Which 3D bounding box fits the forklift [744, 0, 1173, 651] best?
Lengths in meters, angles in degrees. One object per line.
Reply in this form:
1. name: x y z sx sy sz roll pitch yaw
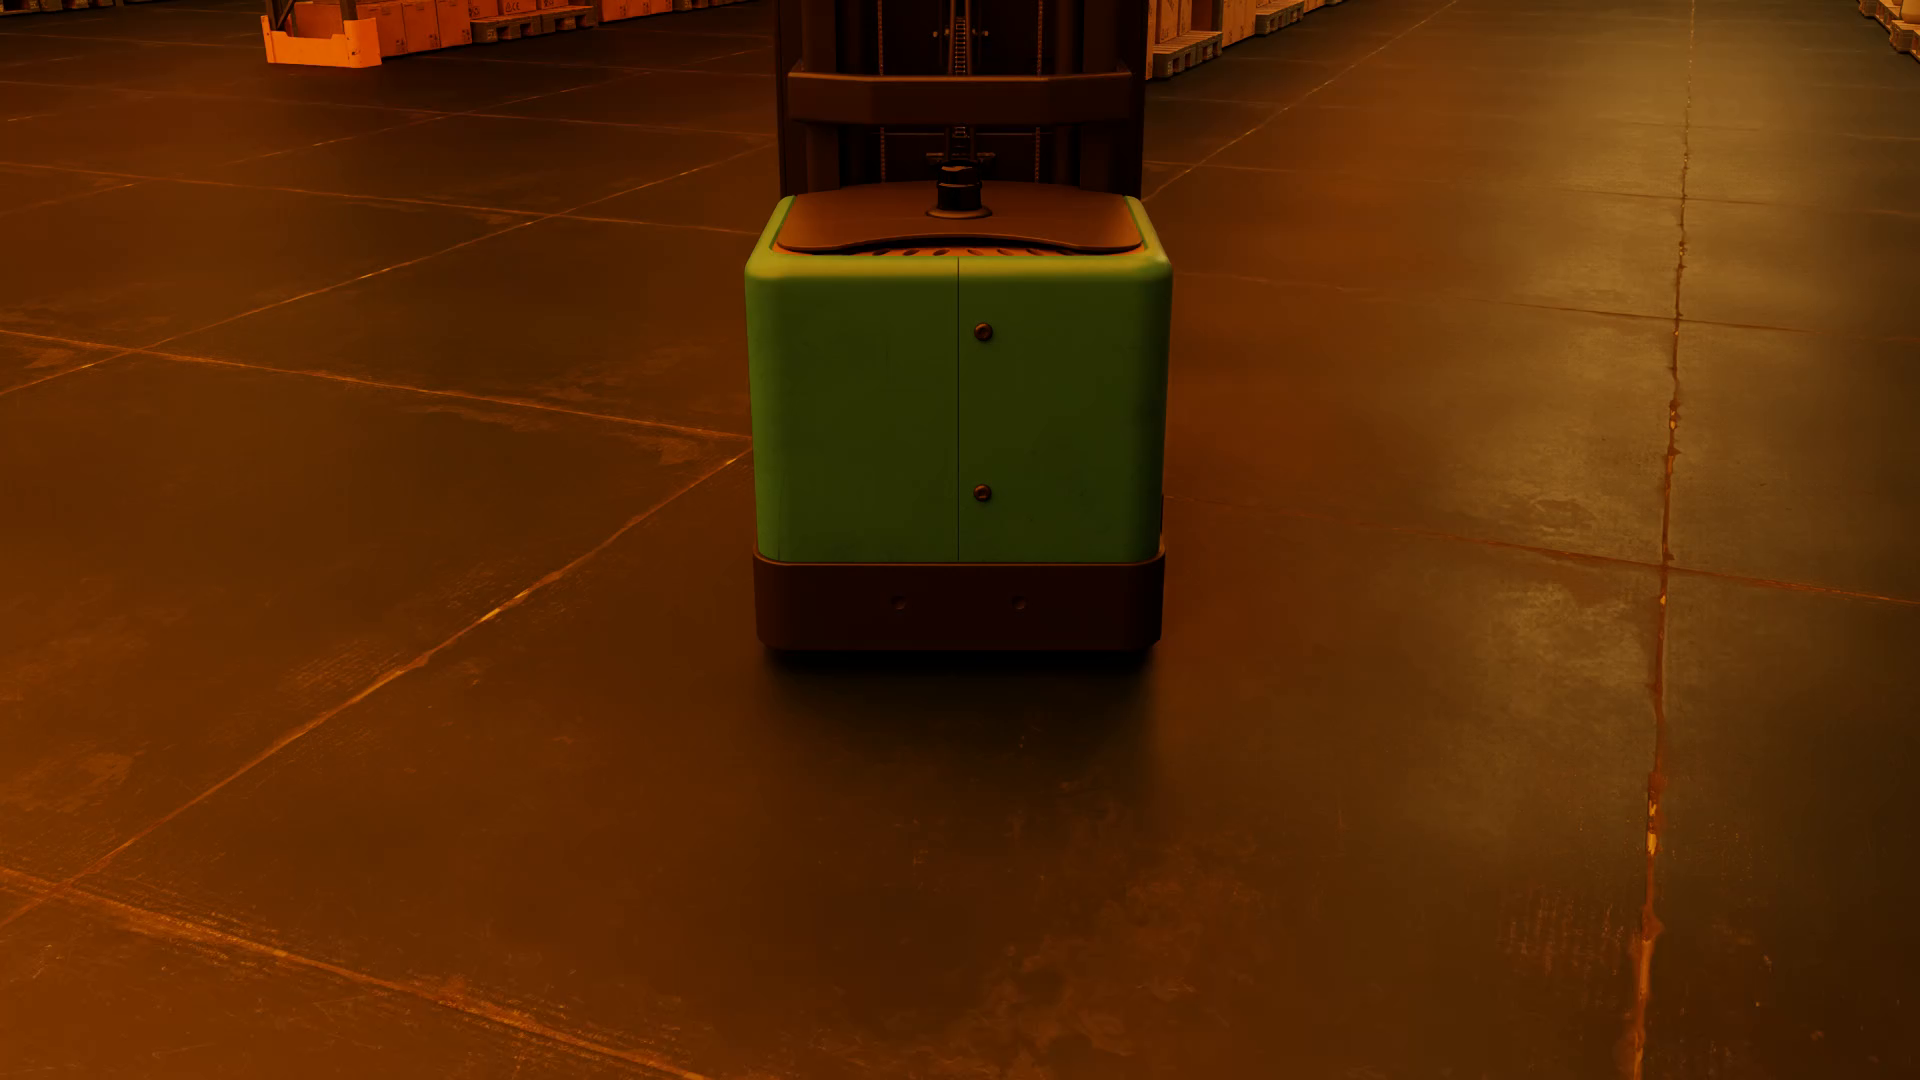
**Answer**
1. forklift: 0.002 -1.587 5.089 1.130 2.935 3.031 0 23 0
